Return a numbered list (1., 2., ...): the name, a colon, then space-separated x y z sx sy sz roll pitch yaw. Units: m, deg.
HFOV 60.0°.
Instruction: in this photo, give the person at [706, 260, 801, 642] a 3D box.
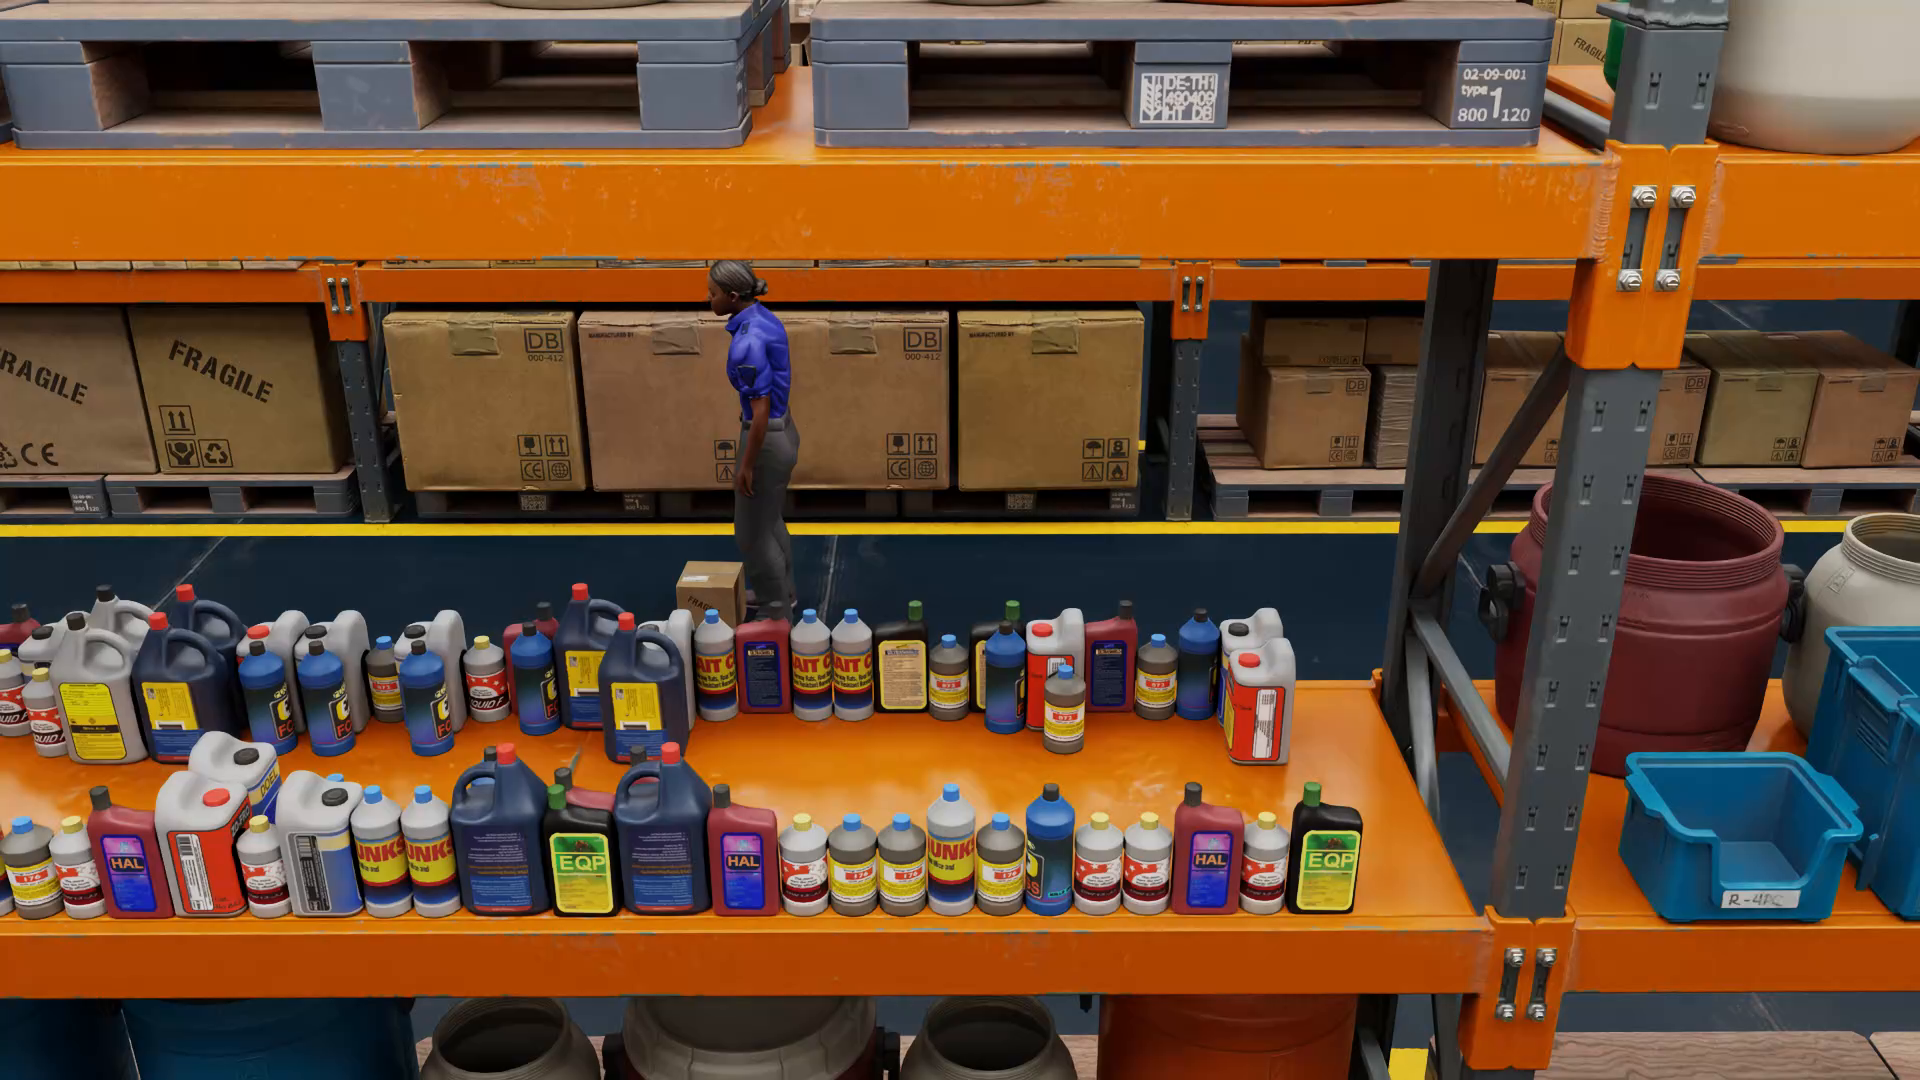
1. person: -0.847 -0.386 6.965 0.349 1.655 0.508 0 24 -1
